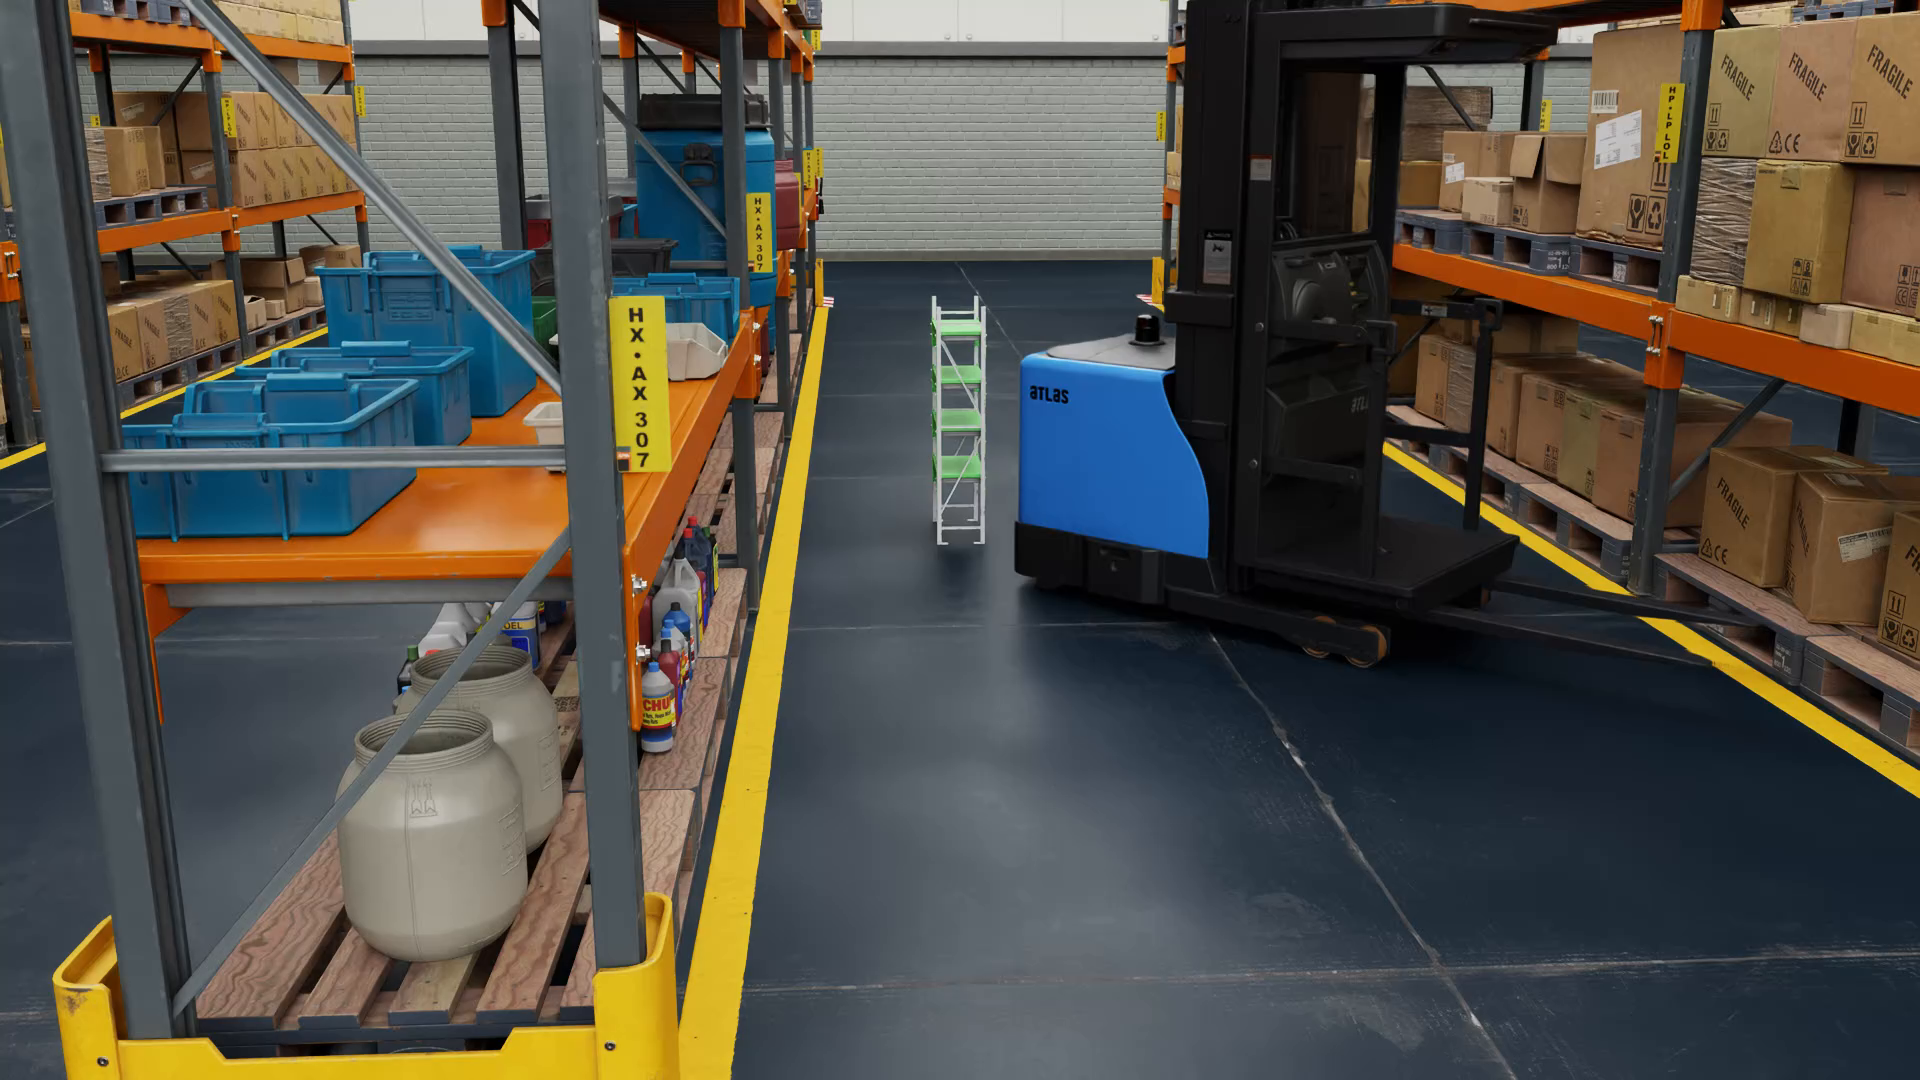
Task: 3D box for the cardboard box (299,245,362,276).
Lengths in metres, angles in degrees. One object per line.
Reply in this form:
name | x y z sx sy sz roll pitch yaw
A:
cardboard box | -6.792 -2.918 17.982 0.500 0.500 0.500 -1 14 -3

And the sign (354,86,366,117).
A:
sign | -6.517 -4.764 18.066 0.100 0.325 0.005 -1 14 -3

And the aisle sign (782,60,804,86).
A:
aisle sign | -1.840 -5.404 18.293 0.394 0.787 0.004 -1 14 -3

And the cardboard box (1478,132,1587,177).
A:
cardboard box | 3.519 -2.190 9.976 0.700 0.500 0.500 1 14 5

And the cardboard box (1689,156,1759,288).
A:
cardboard box | 3.525 -1.294 6.739 0.875 0.500 0.500 -1 14 -3

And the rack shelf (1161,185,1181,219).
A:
rack shelf | 2.940 -3.353 16.983 1.077 0.370 4.000 -1 14 -3

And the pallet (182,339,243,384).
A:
pallet | -6.736 -1.500 13.933 1.003 0.211 1.213 -1 14 -3

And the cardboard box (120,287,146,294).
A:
cardboard box | -6.993 -1.798 13.629 0.500 0.500 0.500 -1 14 -3

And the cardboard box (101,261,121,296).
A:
cardboard box | -6.975 -2.045 13.084 0.500 0.250 0.500 -1 14 -3

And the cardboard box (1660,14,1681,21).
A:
cardboard box | 7.593 -5.504 17.176 0.500 0.250 0.500 -1 14 -3

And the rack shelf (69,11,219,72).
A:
rack shelf | -6.700 -3.659 12.152 1.077 0.370 4.000 -1 14 -3

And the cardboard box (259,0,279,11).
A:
cardboard box | -6.658 -5.048 15.404 0.500 0.250 0.500 -1 14 -3

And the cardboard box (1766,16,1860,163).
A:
cardboard box | 3.366 -1.651 6.120 0.500 0.500 0.500 -1 14 -3

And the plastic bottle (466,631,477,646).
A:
plastic bottle | -1.570 0.444 5.349 0.061 0.283 0.133 -1 14 -3

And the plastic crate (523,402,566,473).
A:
plastic crate | -0.871 -0.243 3.981 0.298 0.136 0.250 -1 14 -3

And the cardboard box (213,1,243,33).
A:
cardboard box | -6.607 -4.557 14.499 0.500 0.250 0.500 -1 14 -3

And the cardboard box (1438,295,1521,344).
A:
cardboard box | 3.383 -1.409 10.611 0.500 0.250 0.500 0 14 -1

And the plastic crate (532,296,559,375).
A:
plastic crate | -1.582 -0.694 5.628 0.450 0.188 0.662 -1 14 -3

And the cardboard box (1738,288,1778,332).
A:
cardboard box | 3.318 -0.911 6.550 0.380 0.149 0.250 -1 14 -3

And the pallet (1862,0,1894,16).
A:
pallet | 8.020 -4.204 13.204 1.213 0.211 1.003 -1 14 -3

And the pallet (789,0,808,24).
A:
pallet | -1.661 -4.014 12.465 1.003 0.211 1.213 -1 14 -3

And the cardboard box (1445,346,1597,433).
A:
cardboard box | 3.420 -0.908 10.169 0.700 0.500 0.500 -2 15 -8

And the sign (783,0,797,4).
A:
sign | -1.083 -3.545 10.476 0.100 0.325 0.005 -1 14 -3

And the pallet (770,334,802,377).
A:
pallet | -1.874 -1.585 14.262 1.003 0.211 1.213 -1 14 -3

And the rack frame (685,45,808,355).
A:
rack frame | -1.880 -3.128 14.663 1.000 3.000 0.127 -1 14 -3

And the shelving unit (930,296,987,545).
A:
shelving unit | -0.010 -0.622 8.537 0.258 1.200 0.503 -1 14 -3

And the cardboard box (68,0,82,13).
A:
cardboard box | -6.701 -3.923 11.532 0.910 0.500 0.500 -1 14 -3

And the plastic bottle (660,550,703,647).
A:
plastic bottle | -1.025 0.215 6.103 0.144 0.351 0.185 -1 14 -4

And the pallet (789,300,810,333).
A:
pallet | -2.043 -2.264 16.901 1.003 0.211 1.213 -1 14 -3

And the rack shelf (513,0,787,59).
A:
rack shelf | -1.508 -2.740 8.579 1.077 0.370 4.000 -1 14 -3

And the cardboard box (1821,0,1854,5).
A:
cardboard box | 7.934 -4.864 14.349 0.700 0.500 0.500 -1 14 -3

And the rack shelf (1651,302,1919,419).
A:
rack shelf | 3.683 -0.369 5.384 1.077 0.370 4.000 -1 14 -3

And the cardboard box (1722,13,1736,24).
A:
cardboard box | 7.669 -5.004 16.237 0.500 0.250 0.500 -1 14 -4

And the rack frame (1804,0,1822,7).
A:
rack frame | 8.020 -6.161 14.413 1.000 3.000 0.127 -1 14 -3

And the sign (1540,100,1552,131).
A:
sign | 3.852 -2.743 11.001 0.100 0.325 0.005 -1 14 -3

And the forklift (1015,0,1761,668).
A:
forklift | 1.707 -1.064 6.778 3.031 2.935 1.130 12 19 38

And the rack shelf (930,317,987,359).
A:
rack shelf | -0.010 -1.025 8.433 0.258 0.148 0.480 -1 14 -3

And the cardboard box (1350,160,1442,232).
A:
cardboard box | 3.034 -2.377 11.543 0.500 0.500 0.500 0 14 -2

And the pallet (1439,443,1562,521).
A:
pallet | 3.431 -0.362 9.509 1.003 0.211 1.213 -1 14 -3

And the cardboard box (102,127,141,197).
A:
cardboard box | -6.653 -2.866 12.601 0.700 0.500 0.500 -5 15 -18

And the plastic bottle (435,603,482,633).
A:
plastic bottle | -1.699 0.338 5.627 0.144 0.351 0.185 0 14 -1

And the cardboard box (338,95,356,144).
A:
cardboard box | -6.770 -4.473 17.685 0.500 0.500 0.500 -1 14 -4

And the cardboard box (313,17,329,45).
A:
cardboard box | -6.757 -5.179 16.916 0.500 0.250 0.500 -1 14 -3

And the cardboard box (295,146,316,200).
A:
cardboard box | -6.680 -3.610 16.336 0.500 0.500 0.500 -1 14 -4

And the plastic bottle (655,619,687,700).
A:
plastic bottle | -0.965 0.399 5.548 0.097 0.271 0.097 0 14 0

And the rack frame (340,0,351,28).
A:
rack frame | -7.072 -6.952 17.488 1.000 3.000 0.127 -1 14 -3

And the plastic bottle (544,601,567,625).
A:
plastic bottle | -1.604 0.137 6.409 0.144 0.351 0.185 -1 14 -3

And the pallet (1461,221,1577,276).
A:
pallet | 3.475 -1.625 9.207 1.003 0.211 1.213 -1 14 -3

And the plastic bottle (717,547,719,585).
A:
plastic bottle | -1.051 0.089 6.892 0.097 0.201 0.097 0 14 0

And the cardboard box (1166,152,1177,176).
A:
cardboard box | 2.576 -4.147 18.328 0.500 0.250 0.500 -1 14 -5

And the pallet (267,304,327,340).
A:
pallet | -6.944 -2.177 16.563 1.003 0.211 1.213 -1 14 -3

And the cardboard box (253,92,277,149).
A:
cardboard box | -6.605 -3.835 15.203 0.500 0.500 0.500 -1 14 -5

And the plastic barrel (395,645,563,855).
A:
plastic barrel | -1.284 0.571 4.438 0.421 0.512 0.421 0 14 0

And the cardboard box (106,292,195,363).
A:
cardboard box | -6.454 -1.689 13.203 0.500 0.500 0.500 -1 14 -3

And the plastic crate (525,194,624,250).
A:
plastic crate | -1.720 -1.285 7.372 0.402 0.464 0.583 -1 14 -3
